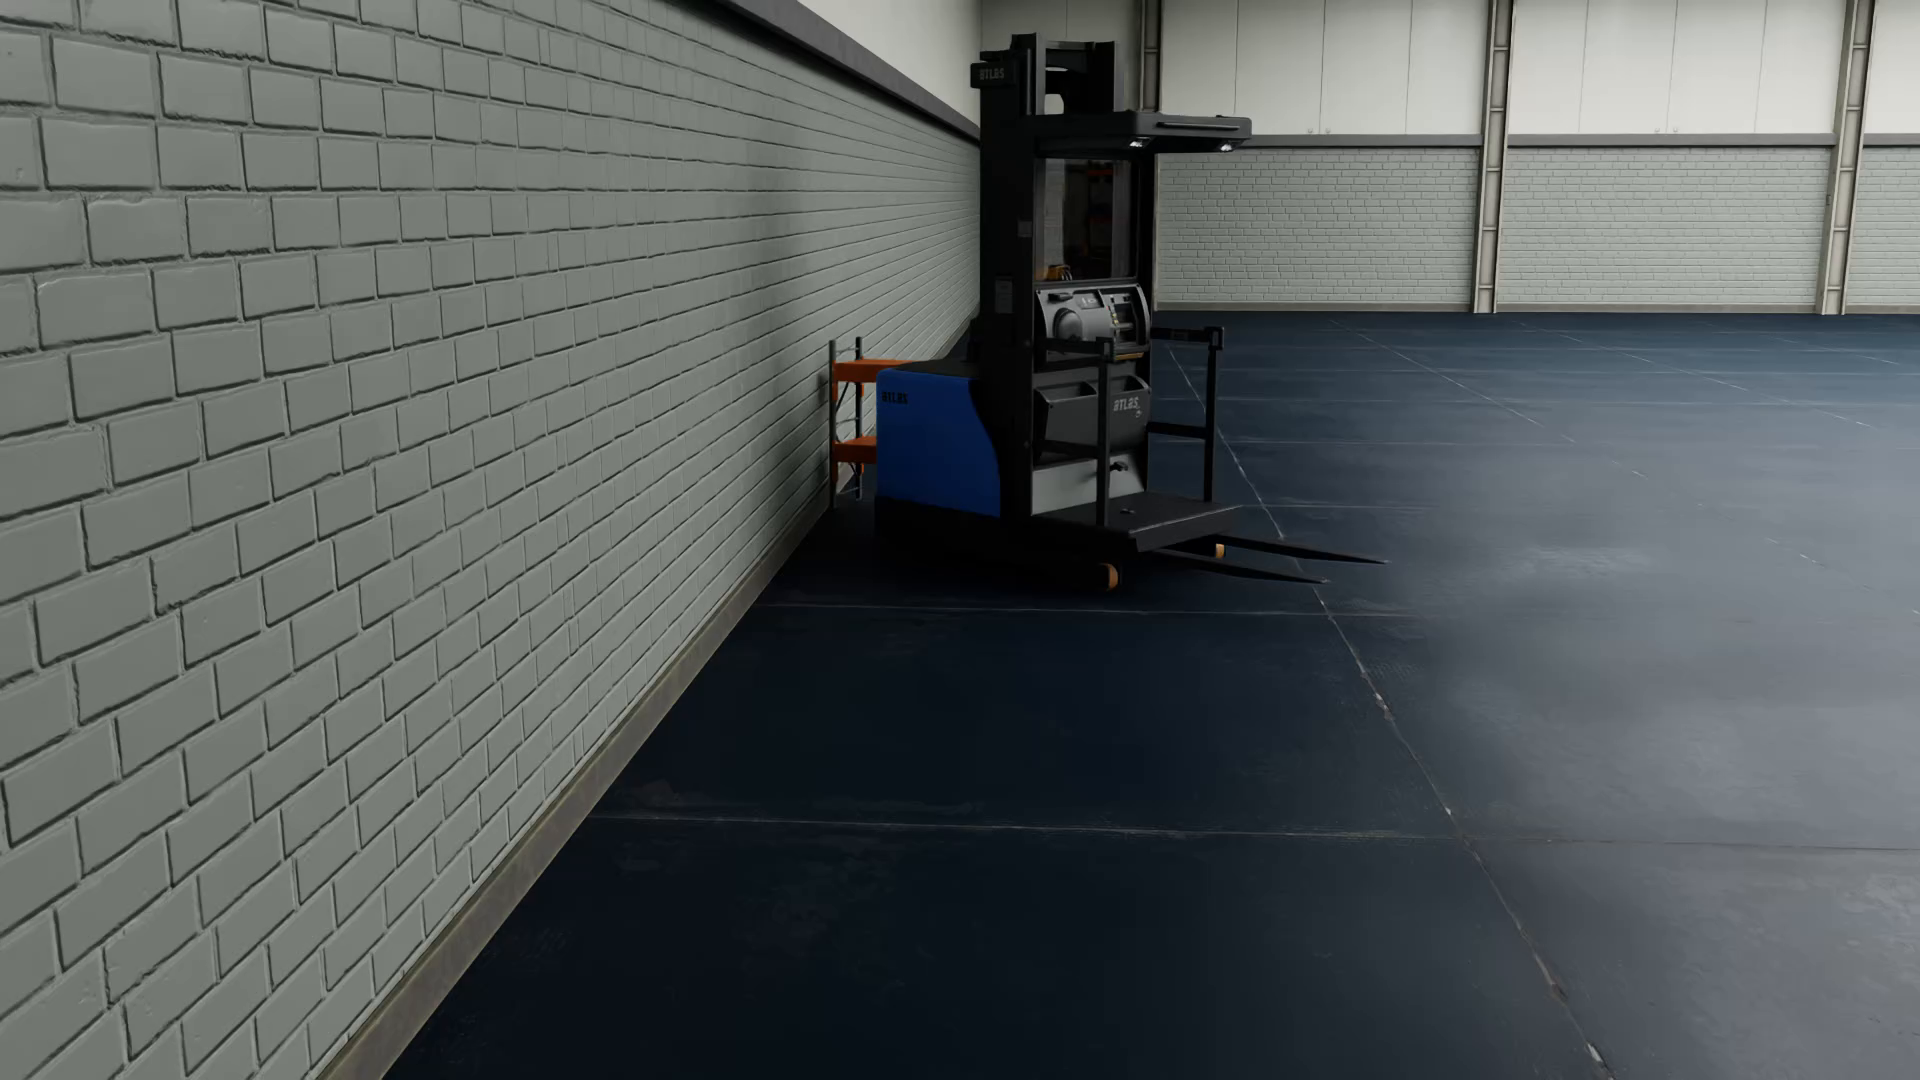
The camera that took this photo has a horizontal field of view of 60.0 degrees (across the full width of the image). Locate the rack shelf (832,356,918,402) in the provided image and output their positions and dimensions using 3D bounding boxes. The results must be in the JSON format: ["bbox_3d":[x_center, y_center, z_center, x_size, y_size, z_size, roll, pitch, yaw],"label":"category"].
[{"bbox_3d":[-0.294,-1.062,11.123,1.000,0.278,0.538,4,11,19],"label":"rack shelf"}]

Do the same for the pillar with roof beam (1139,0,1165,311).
[{"bbox_3d":[3.075,-7.678,24.996,0.400,9.000,9.100,1,12,4],"label":"pillar with roof beam"}]

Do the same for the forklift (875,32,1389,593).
[{"bbox_3d":[0.903,-1.270,9.181,3.031,2.935,1.130,11,16,42],"label":"forklift"}]

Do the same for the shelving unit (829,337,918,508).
[{"bbox_3d":[-0.297,-0.774,11.174,1.048,1.125,0.538,4,11,19],"label":"shelving unit"}]

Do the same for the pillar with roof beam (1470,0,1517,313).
[{"bbox_3d":[9.062,-7.596,24.604,0.400,9.000,9.100,1,12,4],"label":"pillar with roof beam"}]

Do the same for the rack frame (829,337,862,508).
[{"bbox_3d":[-0.777,-0.808,11.338,0.032,1.125,0.500,4,11,19],"label":"rack frame"}]

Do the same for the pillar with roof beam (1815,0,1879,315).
[{"bbox_3d":[15.048,-7.514,24.211,0.400,9.000,9.100,1,12,4],"label":"pillar with roof beam"}]

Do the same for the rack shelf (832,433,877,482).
[{"bbox_3d":[-0.300,-0.533,11.217,1.000,0.278,0.538,4,11,19],"label":"rack shelf"}]
